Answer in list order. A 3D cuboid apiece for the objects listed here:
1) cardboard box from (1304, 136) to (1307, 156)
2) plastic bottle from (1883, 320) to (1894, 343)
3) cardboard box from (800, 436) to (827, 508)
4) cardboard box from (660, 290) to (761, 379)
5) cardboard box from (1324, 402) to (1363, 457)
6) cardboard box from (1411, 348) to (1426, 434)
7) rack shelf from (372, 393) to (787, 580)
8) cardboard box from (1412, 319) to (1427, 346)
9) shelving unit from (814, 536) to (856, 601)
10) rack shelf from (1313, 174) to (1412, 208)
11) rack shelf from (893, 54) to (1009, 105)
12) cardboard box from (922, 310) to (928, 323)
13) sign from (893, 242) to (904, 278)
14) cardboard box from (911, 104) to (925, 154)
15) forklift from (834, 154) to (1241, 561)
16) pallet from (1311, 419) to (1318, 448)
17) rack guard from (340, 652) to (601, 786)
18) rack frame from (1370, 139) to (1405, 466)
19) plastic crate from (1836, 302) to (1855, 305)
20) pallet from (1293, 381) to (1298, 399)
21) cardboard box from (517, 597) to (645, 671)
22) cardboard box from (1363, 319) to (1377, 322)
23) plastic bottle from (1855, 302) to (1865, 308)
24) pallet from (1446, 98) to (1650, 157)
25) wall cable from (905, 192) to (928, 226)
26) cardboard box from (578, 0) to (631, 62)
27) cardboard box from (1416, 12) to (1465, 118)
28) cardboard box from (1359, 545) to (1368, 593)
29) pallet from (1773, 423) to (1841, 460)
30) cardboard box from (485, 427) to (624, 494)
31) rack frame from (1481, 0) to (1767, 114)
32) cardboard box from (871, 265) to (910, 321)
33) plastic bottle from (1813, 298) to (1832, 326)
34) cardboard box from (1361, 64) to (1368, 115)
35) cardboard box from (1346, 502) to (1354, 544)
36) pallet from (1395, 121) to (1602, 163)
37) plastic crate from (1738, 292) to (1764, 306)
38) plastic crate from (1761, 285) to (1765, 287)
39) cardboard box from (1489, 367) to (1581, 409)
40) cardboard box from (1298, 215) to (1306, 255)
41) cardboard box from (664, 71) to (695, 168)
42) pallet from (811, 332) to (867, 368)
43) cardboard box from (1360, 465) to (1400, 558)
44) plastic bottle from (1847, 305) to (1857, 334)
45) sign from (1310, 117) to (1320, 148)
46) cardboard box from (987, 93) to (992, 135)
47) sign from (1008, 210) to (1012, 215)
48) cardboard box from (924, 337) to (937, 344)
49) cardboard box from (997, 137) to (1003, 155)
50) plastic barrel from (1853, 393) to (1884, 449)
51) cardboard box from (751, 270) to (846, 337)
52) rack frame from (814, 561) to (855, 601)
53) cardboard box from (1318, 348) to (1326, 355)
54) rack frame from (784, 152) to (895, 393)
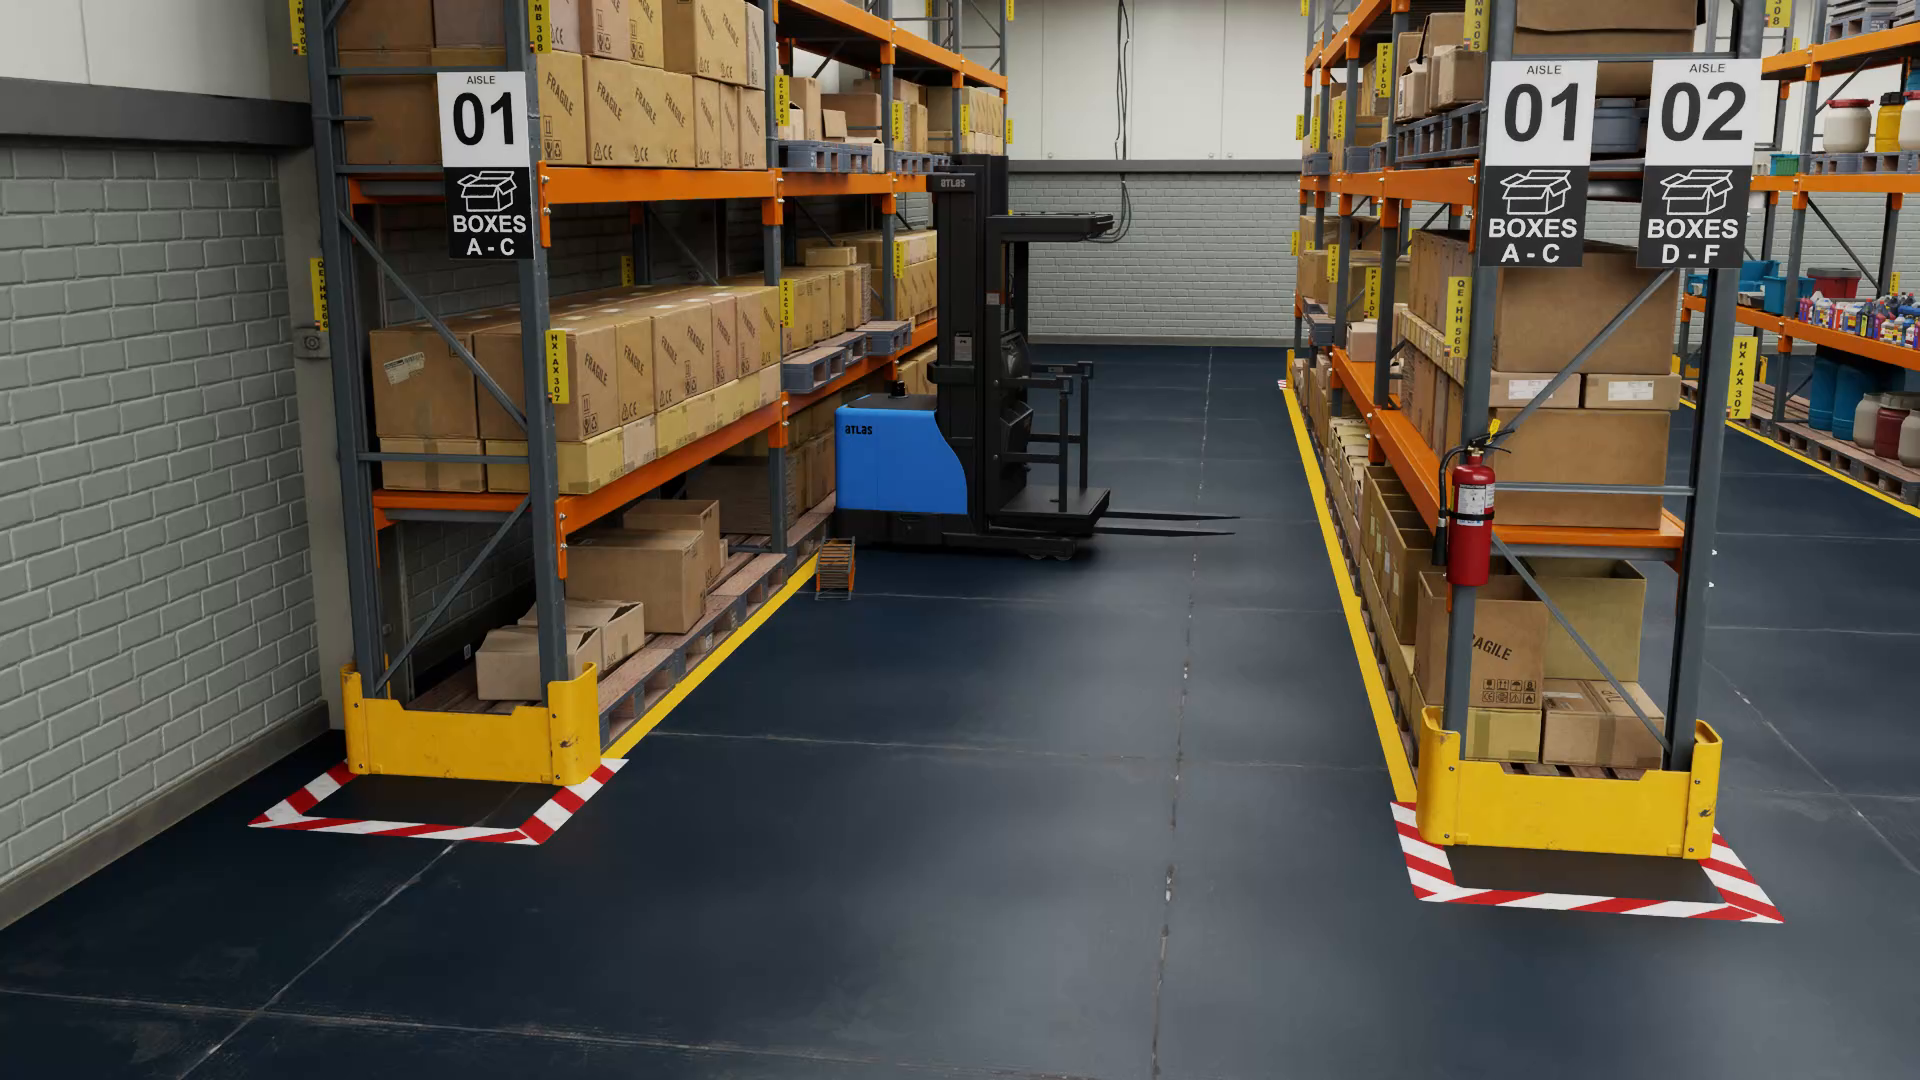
[{"bbox_3d":[4.606,-4.970,20.984,0.500,0.250,0.500,2,12,9],"label":"cardboard box"},{"bbox_3d":[8.492,-1.902,15.172,0.097,0.201,0.097,0,12,0],"label":"plastic bottle"},{"bbox_3d":[-1.469,-0.558,13.350,0.700,0.500,0.500,2,12,9],"label":"cardboard box"},{"bbox_3d":[-1.553,-1.287,10.375,0.500,0.500,0.500,2,12,8],"label":"cardboard box"},{"bbox_3d":[3.708,-1.065,15.704,0.500,0.500,0.500,2,12,11],"label":"cardboard box"},{"bbox_3d":[3.044,-0.883,9.734,0.700,0.500,0.500,2,12,8],"label":"cardboard box"},{"bbox_3d":[-2.022,-0.429,9.570,1.077,0.370,4.000,2,12,9],"label":"rack shelf"},{"bbox_3d":[2.833,-1.193,9.630,0.380,0.149,0.250,2,12,8],"label":"cardboard box"},{"bbox_3d":[-0.871,0.189,11.651,0.258,0.189,1.200,0,12,-2],"label":"shelving unit"},{"bbox_3d":[4.104,-3.401,16.240,1.077,0.370,4.000,2,12,9],"label":"rack shelf"},{"bbox_3d":[-0.176,-5.664,20.571,1.077,0.370,4.000,2,12,9],"label":"rack shelf"},{"bbox_3d":[-0.547,-2.351,17.333,0.380,0.149,0.250,2,12,10],"label":"cardboard box"},{"bbox_3d":[-0.562,-2.541,15.104,0.100,0.325,0.005,2,12,9],"label":"sign"},{"bbox_3d":[-0.750,-4.295,17.400,0.700,0.500,0.500,2,12,8],"label":"cardboard box"},{"bbox_3d":[0.609,-1.403,12.547,3.031,2.935,1.130,3,12,13],"label":"forklift"},{"bbox_3d":[4.324,-1.168,17.915,1.003,0.211,1.213,2,12,9],"label":"pallet"},{"bbox_3d":[-2.318,0.842,7.899,1.175,0.500,0.348,2,12,9],"label":"rack guard"},{"bbox_3d":[3.181,-1.037,10.685,1.000,3.000,0.127,2,12,9],"label":"rack frame"},{"bbox_3d":[9.518,-2.534,18.113,0.396,0.136,0.243,2,12,9],"label":"plastic crate"},{"bbox_3d":[4.893,-1.990,21.726,1.003,0.211,1.213,2,12,9],"label":"pallet"},{"bbox_3d":[-2.047,0.476,9.005,0.500,0.311,0.500,3,13,13],"label":"cardboard box"},{"bbox_3d":[3.697,-1.752,14.213,0.500,0.311,0.500,3,12,12],"label":"cardboard box"},{"bbox_3d":[8.865,-2.199,16.370,0.152,0.276,0.135,2,12,9],"label":"plastic bottle"},{"bbox_3d":[2.700,-1.774,7.193,1.003,0.211,1.213,2,12,9],"label":"pallet"},{"bbox_3d":[-0.607,-4.488,24.289,0.084,1.984,1.851,2,12,9],"label":"wall cable"},{"bbox_3d":[-1.903,-2.553,7.941,0.500,0.500,0.500,2,12,8],"label":"cardboard box"},{"bbox_3d":[2.803,-2.489,8.727,0.797,0.503,0.637,3,13,15],"label":"cardboard box"},{"bbox_3d":[2.810,0.189,10.528,0.500,0.250,0.500,2,12,9],"label":"cardboard box"},{"bbox_3d":[9.145,-1.019,17.219,1.003,0.211,1.213,2,12,9],"label":"pallet"},{"bbox_3d":[-1.941,-0.392,8.000,0.500,0.250,0.500,2,12,7],"label":"cardboard box"},{"bbox_3d":[2.566,-3.137,6.189,1.000,3.000,0.127,2,12,9],"label":"rack frame"},{"bbox_3d":[-0.772,-2.326,15.676,0.500,0.500,0.500,2,12,10],"label":"cardboard box"},{"bbox_3d":[8.801,-2.320,16.934,0.152,0.276,0.135,2,12,9],"label":"plastic bottle"},{"bbox_3d":[4.026,-4.177,15.522,0.500,0.500,0.500,2,12,9],"label":"cardboard box"},{"bbox_3d":[3.038,-0.099,11.863,0.500,0.250,0.500,2,12,8],"label":"cardboard box"},{"bbox_3d":[3.075,-2.282,9.550,1.003,0.211,1.213,2,12,9],"label":"pallet"},{"bbox_3d":[9.276,-2.814,19.413,0.293,0.136,0.466,2,12,9],"label":"plastic crate"},{"bbox_3d":[9.974,-3.098,20.734,0.396,0.136,0.243,2,12,9],"label":"plastic crate"},{"bbox_3d":[2.436,-0.656,7.140,0.380,0.149,0.250,2,12,8],"label":"cardboard box"},{"bbox_3d":[4.698,-3.989,21.771,0.500,0.500,0.500,2,12,10],"label":"cardboard box"},{"bbox_3d":[-1.776,-2.282,9.055,0.500,0.500,0.500,3,12,12],"label":"cardboard box"},{"bbox_3d":[-1.363,-1.522,13.392,1.003,0.211,1.213,2,12,9],"label":"pallet"},{"bbox_3d":[2.800,-0.178,10.450,0.500,0.500,0.500,2,12,9],"label":"cardboard box"},{"bbox_3d":[8.635,-2.130,16.061,0.097,0.271,0.097,0,12,0],"label":"plastic bottle"},{"bbox_3d":[3.874,-4.437,18.116,0.100,0.325,0.005,2,12,9],"label":"sign"},{"bbox_3d":[0.129,-5.335,20.848,0.500,0.500,0.500,1,12,6],"label":"cardboard box"},{"bbox_3d":[0.665,-4.356,22.775,0.100,0.325,0.005,2,12,9],"label":"sign"},{"bbox_3d":[-0.456,-1.877,18.688,0.750,0.750,0.750,2,12,9],"label":"cardboard box"},{"bbox_3d":[0.281,-5.181,21.915,0.500,0.250,0.500,2,12,10],"label":"cardboard box"},{"bbox_3d":[8.921,-1.155,16.143,0.421,0.512,0.421,0,12,0],"label":"plastic barrel"},{"bbox_3d":[-1.331,-1.935,13.571,0.700,0.500,0.500,2,12,9],"label":"cardboard box"},{"bbox_3d":[-0.871,0.278,11.670,0.240,0.006,1.200,0,12,-2],"label":"rack frame"},{"bbox_3d":[4.695,-2.088,20.444,0.797,0.503,0.637,2,12,9],"label":"cardboard box"},{"bbox_3d":[-1.099,-2.029,15.290,1.000,3.000,0.127,2,12,9],"label":"rack frame"}]
